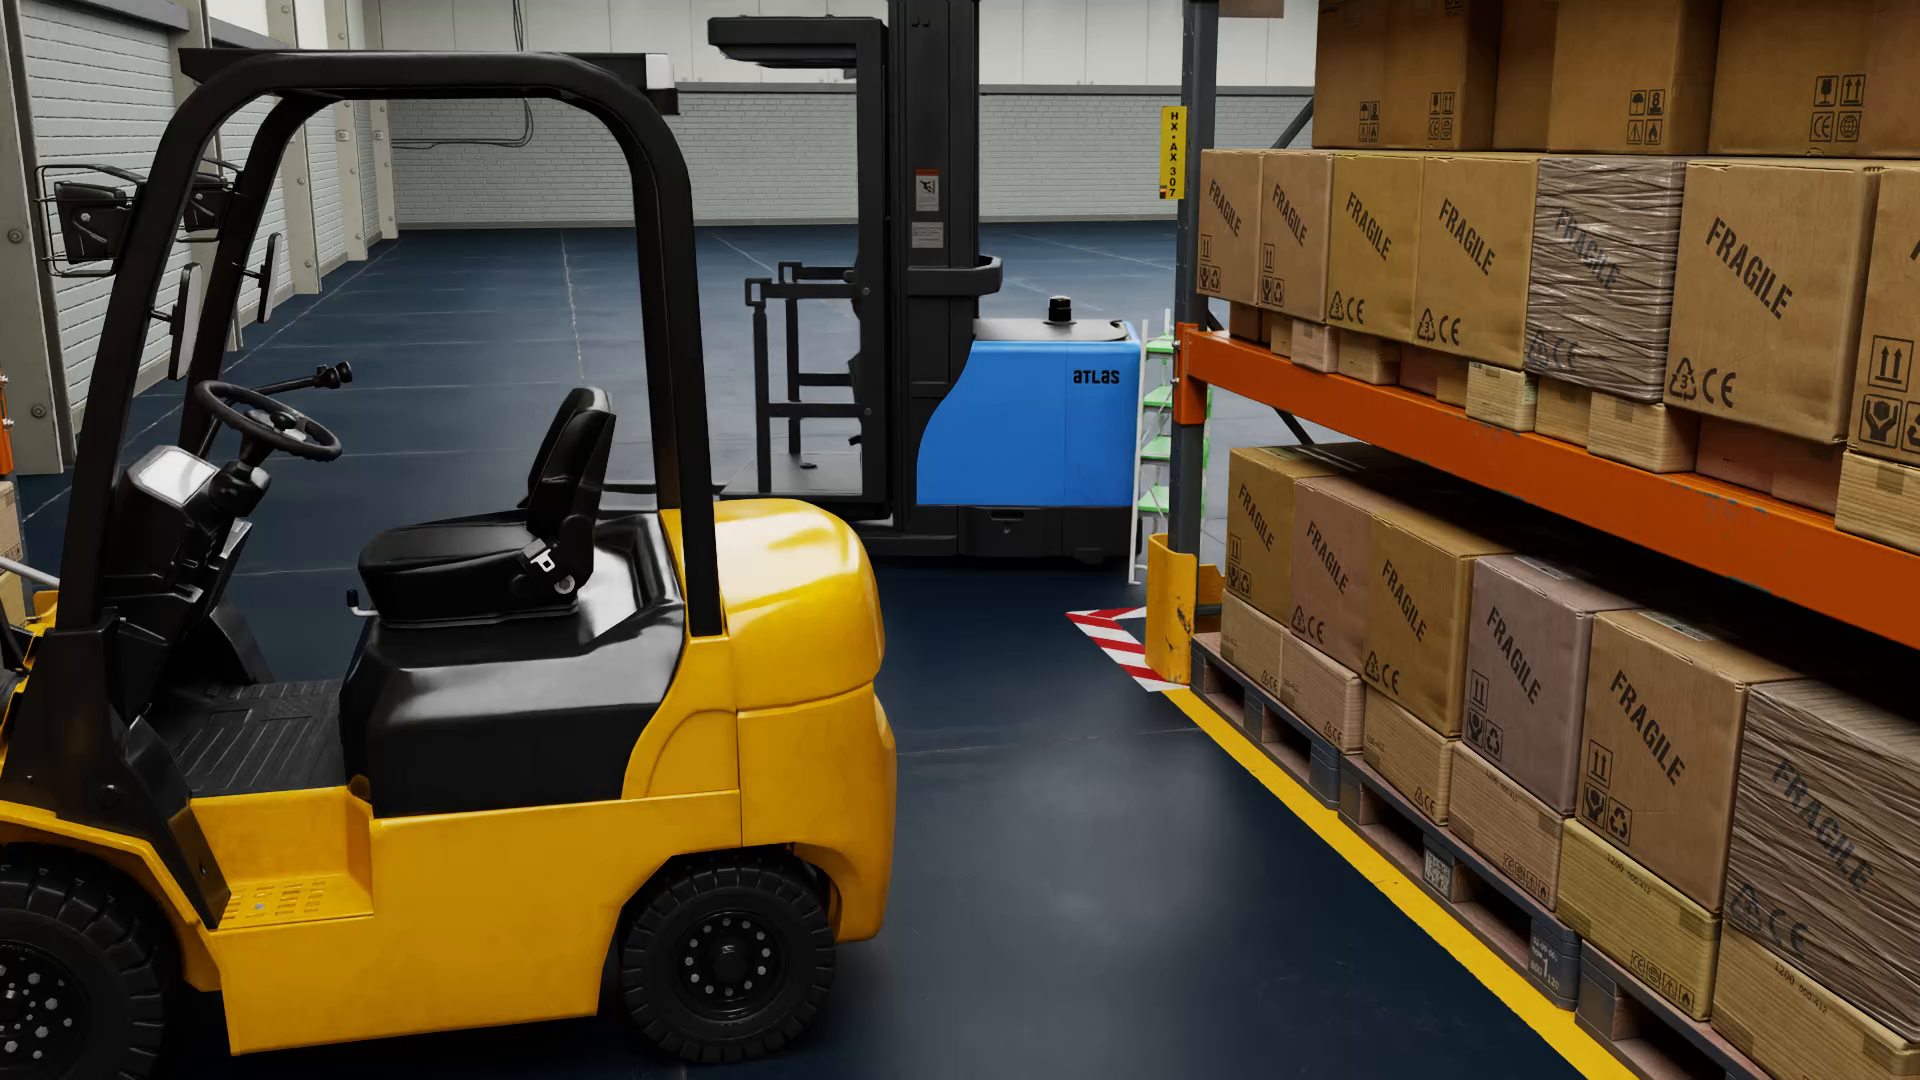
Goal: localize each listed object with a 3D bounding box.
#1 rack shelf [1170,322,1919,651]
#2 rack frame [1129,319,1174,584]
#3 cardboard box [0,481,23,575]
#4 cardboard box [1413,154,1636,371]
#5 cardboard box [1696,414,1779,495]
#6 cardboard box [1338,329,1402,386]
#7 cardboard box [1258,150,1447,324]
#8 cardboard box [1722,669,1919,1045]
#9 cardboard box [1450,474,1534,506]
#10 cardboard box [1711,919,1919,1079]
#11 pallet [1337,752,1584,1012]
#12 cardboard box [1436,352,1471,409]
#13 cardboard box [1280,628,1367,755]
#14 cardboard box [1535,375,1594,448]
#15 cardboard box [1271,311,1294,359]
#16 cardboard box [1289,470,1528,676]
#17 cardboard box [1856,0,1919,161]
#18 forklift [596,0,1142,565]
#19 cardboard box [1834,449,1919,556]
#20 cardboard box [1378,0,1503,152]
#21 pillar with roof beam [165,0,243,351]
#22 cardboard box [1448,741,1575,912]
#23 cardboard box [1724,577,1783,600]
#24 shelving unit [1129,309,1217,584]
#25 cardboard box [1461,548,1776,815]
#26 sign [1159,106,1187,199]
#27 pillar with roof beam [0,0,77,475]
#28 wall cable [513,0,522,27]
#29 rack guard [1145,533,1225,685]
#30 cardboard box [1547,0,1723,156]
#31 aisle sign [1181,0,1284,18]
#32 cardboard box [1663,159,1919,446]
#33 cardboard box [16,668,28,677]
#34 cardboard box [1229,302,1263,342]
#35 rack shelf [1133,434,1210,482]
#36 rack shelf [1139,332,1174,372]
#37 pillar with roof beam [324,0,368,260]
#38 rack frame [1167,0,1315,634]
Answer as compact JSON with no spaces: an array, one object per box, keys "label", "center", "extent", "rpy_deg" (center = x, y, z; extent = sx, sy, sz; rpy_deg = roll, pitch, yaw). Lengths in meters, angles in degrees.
[{"label":"rack shelf","center":[1.767,-0.193,4.411],"extent":[1.077,0.370,4.000],"rpy_deg":[-3,14,-13]},{"label":"rack frame","center":[0.902,-0.374,7.415],"extent":[0.240,1.200,0.015],"rpy_deg":[6,15,18]},{"label":"cardboard box","center":[-3.115,0.009,4.872],"extent":[0.500,0.250,0.500],"rpy_deg":[-3,14,-11]},{"label":"cardboard box","center":[1.512,-0.718,4.208],"extent":[0.500,0.500,0.500],"rpy_deg":[-4,14,-14]},{"label":"cardboard box","center":[1.770,-0.196,3.437],"extent":[0.380,0.149,0.250],"rpy_deg":[-3,14,-14]},{"label":"cardboard box","center":[1.341,-0.549,4.885],"extent":[0.380,0.149,0.250],"rpy_deg":[-3,14,-12]},{"label":"cardboard box","center":[1.264,-0.952,5.168],"extent":[0.500,0.500,0.500],"rpy_deg":[-3,14,-11]},{"label":"cardboard box","center":[1.837,0.565,3.122],"extent":[0.500,0.500,0.500],"rpy_deg":[-3,14,-14]},{"label":"cardboard box","center":[1.865,0.055,5.212],"extent":[0.500,0.500,0.500],"rpy_deg":[-3,14,-11]},{"label":"cardboard box","center":[1.837,0.930,3.210],"extent":[0.500,0.250,0.500],"rpy_deg":[-3,14,-11]},{"label":"pallet","center":[1.755,0.839,4.548],"extent":[1.003,0.211,1.213],"rpy_deg":[-3,14,-13]},{"label":"cardboard box","center":[1.494,-0.429,4.393],"extent":[0.380,0.149,0.250],"rpy_deg":[-4,14,-15]},{"label":"cardboard box","center":[1.331,0.448,5.182],"extent":[0.500,0.250,0.500],"rpy_deg":[-3,14,-11]},{"label":"cardboard box","center":[1.592,-0.311,3.907],"extent":[0.380,0.149,0.250],"rpy_deg":[-4,14,-14]},{"label":"cardboard box","center":[1.233,-0.668,5.371],"extent":[0.380,0.149,0.250],"rpy_deg":[-4,14,-15]},{"label":"cardboard box","center":[1.351,0.091,5.061],"extent":[0.500,0.500,0.500],"rpy_deg":[-4,14,-15]},{"label":"cardboard box","center":[2.246,-0.992,3.223],"extent":[0.700,0.500,0.500],"rpy_deg":[-3,14,-13]},{"label":"forklift","center":[-0.632,-1.415,8.043],"extent":[3.031,2.935,1.130],"rpy_deg":[1,14,3]},{"label":"cardboard box","center":[1.800,-0.073,2.934],"extent":[0.380,0.149,0.250],"rpy_deg":[-3,14,-12]},{"label":"cardboard box","center":[1.741,-1.459,5.136],"extent":[0.700,0.500,0.500],"rpy_deg":[-3,14,-13]},{"label":"pillar with roof beam","center":[-2.873,-6.438,15.816],"extent":[9.100,9.000,0.400],"rpy_deg":[-3,14,-13]},{"label":"cardboard box","center":[1.587,0.690,4.192],"extent":[0.500,0.250,0.500],"rpy_deg":[-3,14,-12]},{"label":"cardboard box","center":[2.103,0.293,4.236],"extent":[0.500,0.500,0.500],"rpy_deg":[-3,14,-10]},{"label":"shelving unit","center":[0.980,-0.429,7.640],"extent":[0.258,1.200,0.503],"rpy_deg":[6,15,18]},{"label":"cardboard box","center":[1.595,0.330,4.083],"extent":[0.500,0.500,0.500],"rpy_deg":[-3,14,-10]},{"label":"sign","center":[0.770,-1.394,5.987],"extent":[0.100,0.325,0.005],"rpy_deg":[-3,14,-13]},{"label":"pillar with roof beam","center":[-1.464,-5.053,10.150],"extent":[9.100,9.000,0.400],"rpy_deg":[-3,14,-13]},{"label":"wall cable","center":[-8.062,-12.199,35.300],"extent":[3.097,2.526,0.112],"rpy_deg":[-3,14,-13]},{"label":"rack guard","center":[1.315,0.228,6.439],"extent":[1.175,0.500,0.348],"rpy_deg":[-3,14,-13]},{"label":"cardboard box","center":[1.943,-1.225,4.175],"extent":[0.700,0.500,0.500],"rpy_deg":[-3,14,-14]},{"label":"aisle sign","center":[0.982,-2.263,5.893],"extent":[0.394,0.787,0.004],"rpy_deg":[-3,14,-13]},{"label":"cardboard box","center":[1.763,-0.481,3.237],"extent":[0.500,0.500,0.500],"rpy_deg":[-3,14,-11]},{"label":"cardboard box","center":[-3.109,0.497,4.983],"extent":[0.500,0.250,0.500],"rpy_deg":[-3,14,-13]},{"label":"cardboard box","center":[1.176,-0.791,5.875],"extent":[0.380,0.149,0.250],"rpy_deg":[-3,14,-13]},{"label":"rack shelf","center":[0.978,-0.367,7.655],"extent":[0.258,0.148,0.480],"rpy_deg":[6,15,18]},{"label":"rack shelf","center":[0.991,-0.832,7.537],"extent":[0.258,0.148,0.480],"rpy_deg":[6,15,18]},{"label":"pillar with roof beam","center":[-5.691,-9.206,27.147],"extent":[9.100,9.000,0.400],"rpy_deg":[-3,14,-13]},{"label":"rack frame","center":[1.297,-1.003,6.214],"extent":[1.000,3.000,0.127],"rpy_deg":[-3,14,-13]}]
